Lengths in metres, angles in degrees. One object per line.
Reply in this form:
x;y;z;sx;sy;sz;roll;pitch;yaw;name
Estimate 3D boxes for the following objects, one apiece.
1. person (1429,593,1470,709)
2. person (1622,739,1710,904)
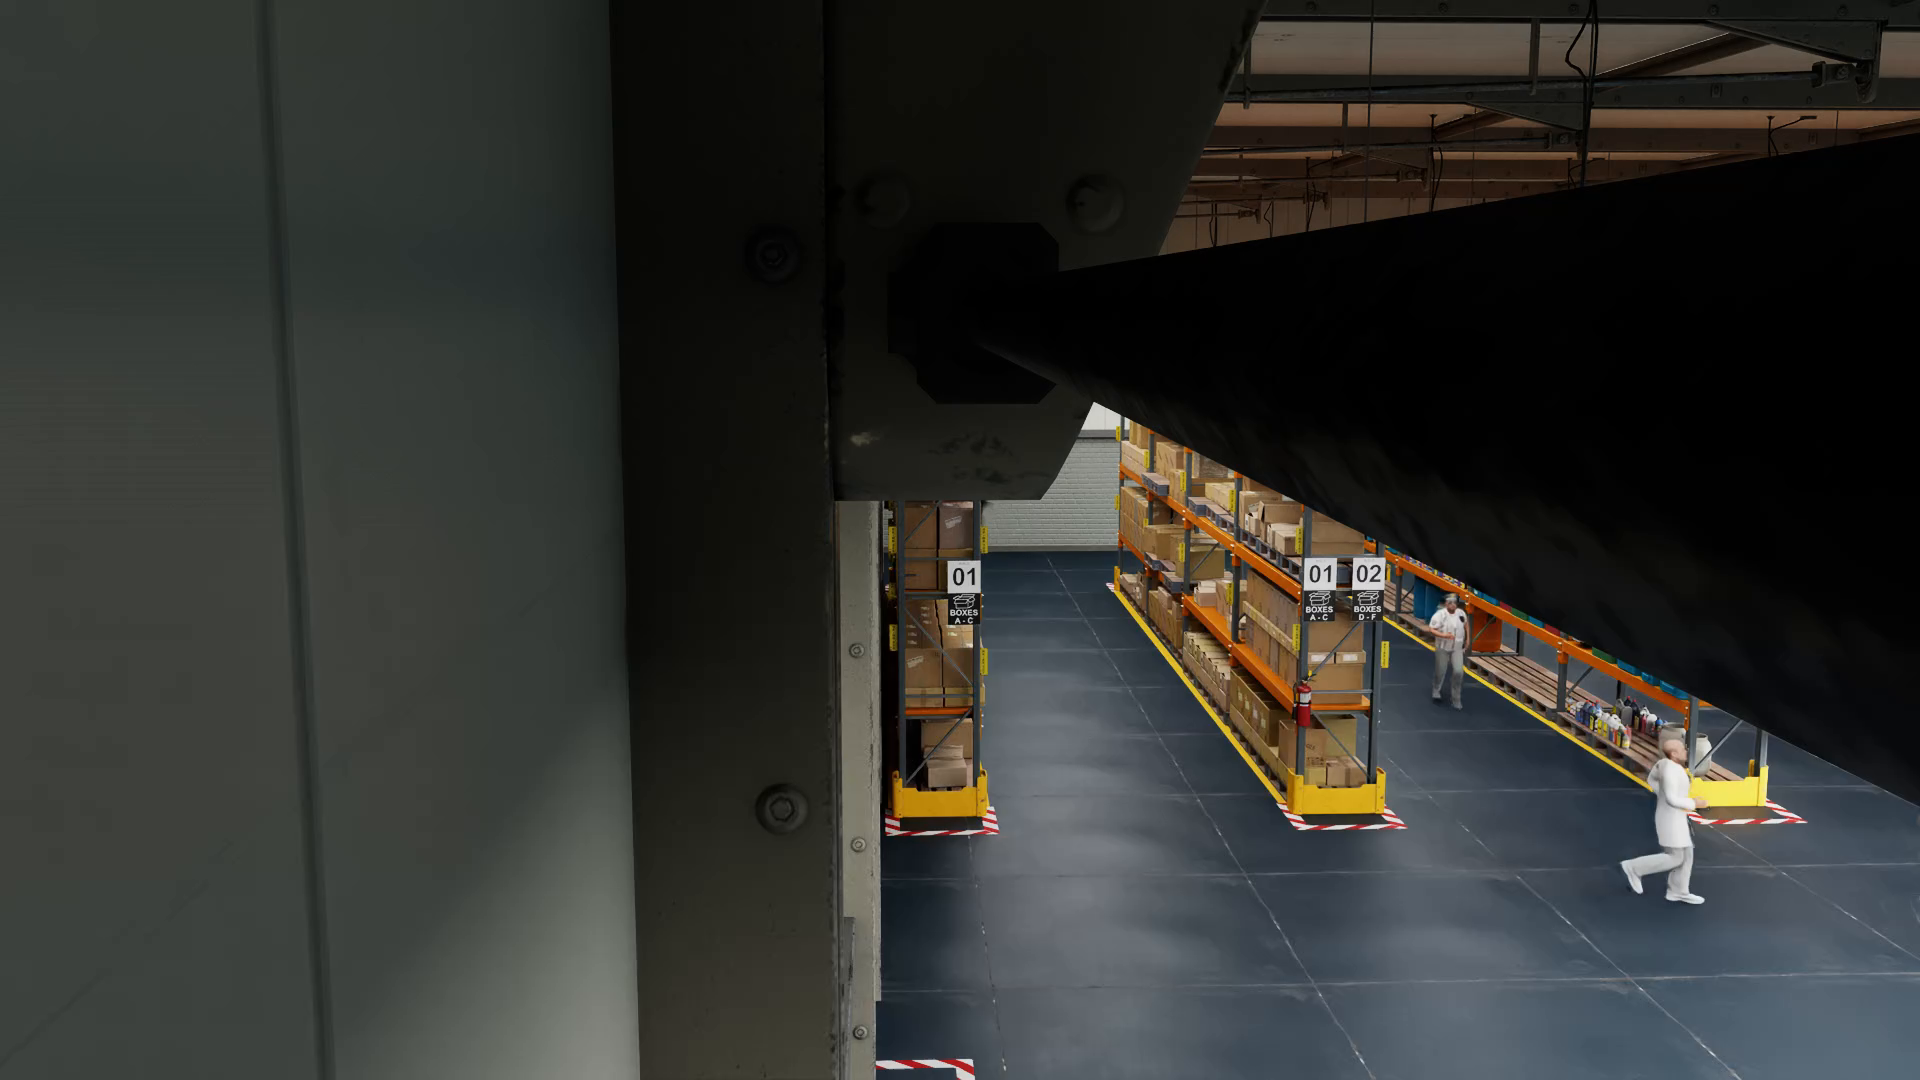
7.670;1.735;26.065;0.683;1.871;0.783;0;8;-1;person
7.448;2.955;17.538;0.834;1.737;0.718;3;9;18;person
